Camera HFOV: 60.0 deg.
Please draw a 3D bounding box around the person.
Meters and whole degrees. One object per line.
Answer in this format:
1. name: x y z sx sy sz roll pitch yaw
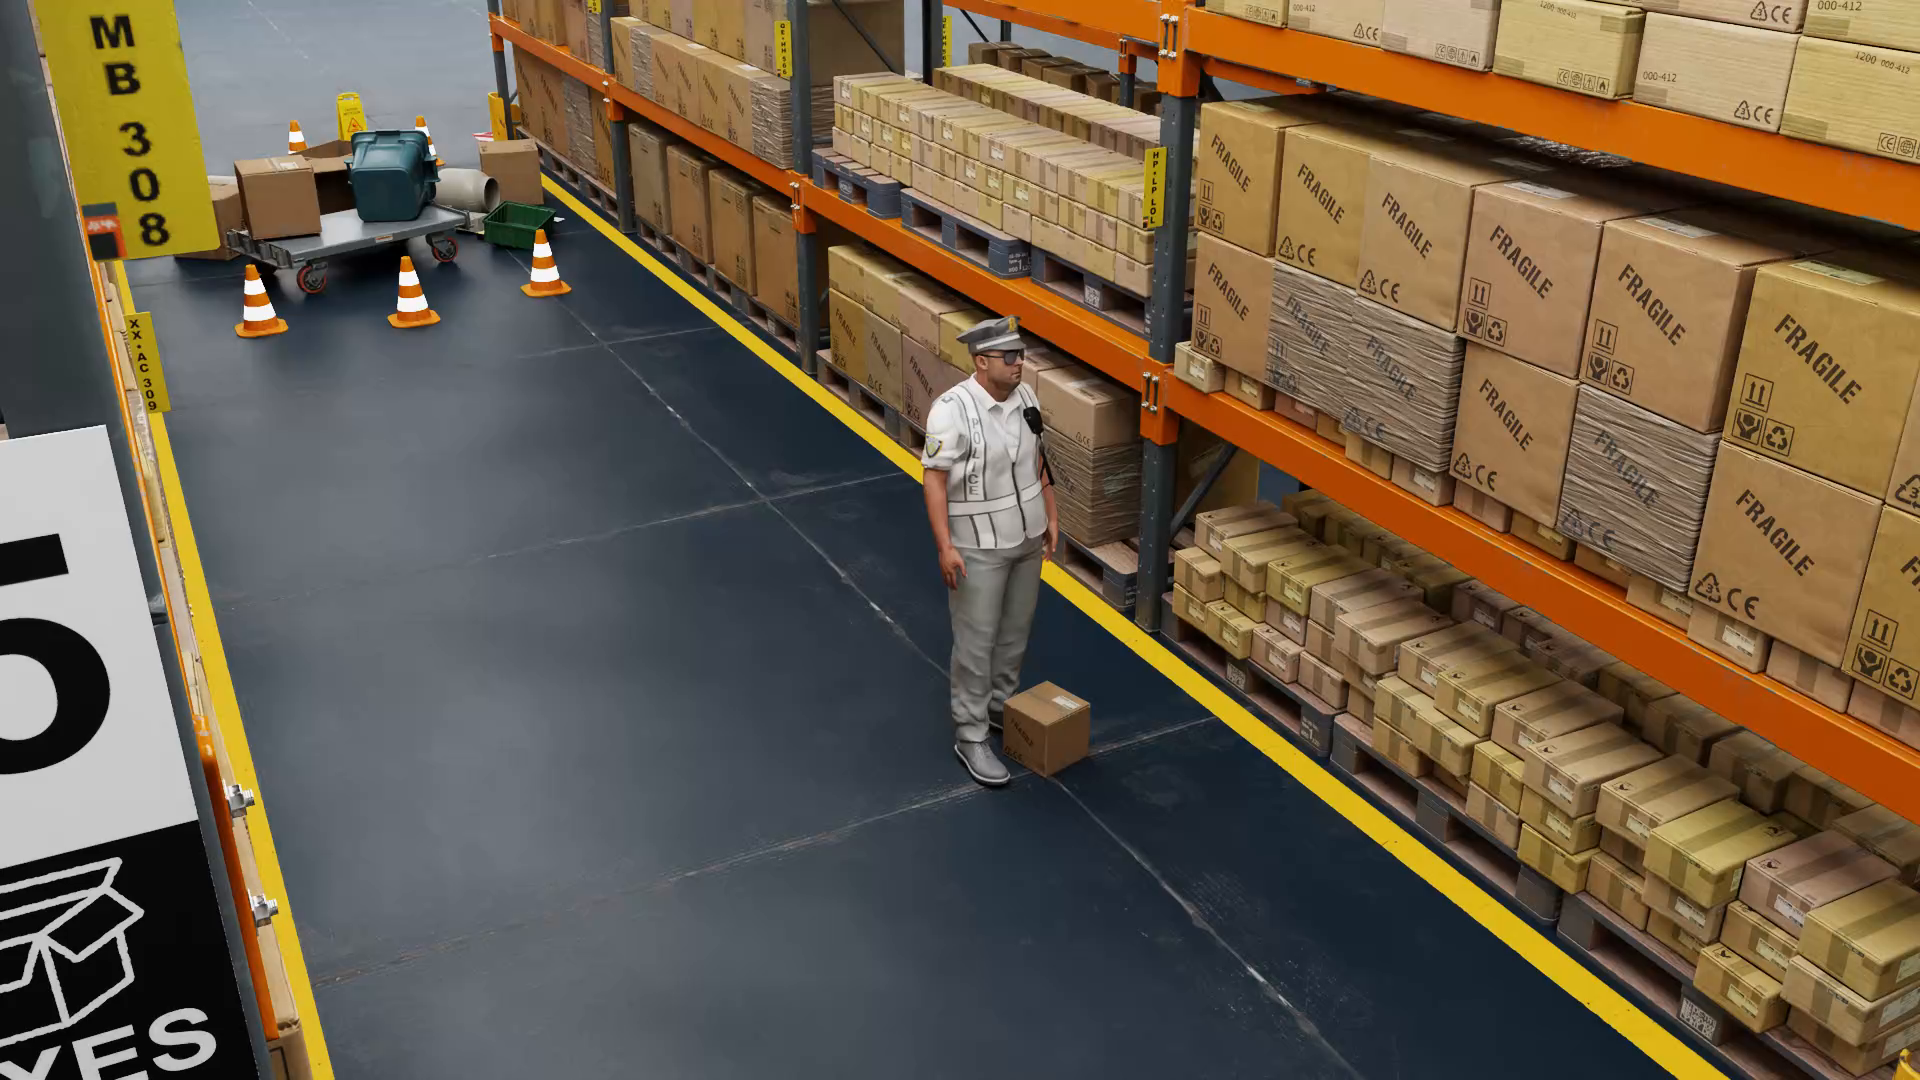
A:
1. person: 0.185 0.005 6.534 0.642 1.782 0.573 -21 32 -37
